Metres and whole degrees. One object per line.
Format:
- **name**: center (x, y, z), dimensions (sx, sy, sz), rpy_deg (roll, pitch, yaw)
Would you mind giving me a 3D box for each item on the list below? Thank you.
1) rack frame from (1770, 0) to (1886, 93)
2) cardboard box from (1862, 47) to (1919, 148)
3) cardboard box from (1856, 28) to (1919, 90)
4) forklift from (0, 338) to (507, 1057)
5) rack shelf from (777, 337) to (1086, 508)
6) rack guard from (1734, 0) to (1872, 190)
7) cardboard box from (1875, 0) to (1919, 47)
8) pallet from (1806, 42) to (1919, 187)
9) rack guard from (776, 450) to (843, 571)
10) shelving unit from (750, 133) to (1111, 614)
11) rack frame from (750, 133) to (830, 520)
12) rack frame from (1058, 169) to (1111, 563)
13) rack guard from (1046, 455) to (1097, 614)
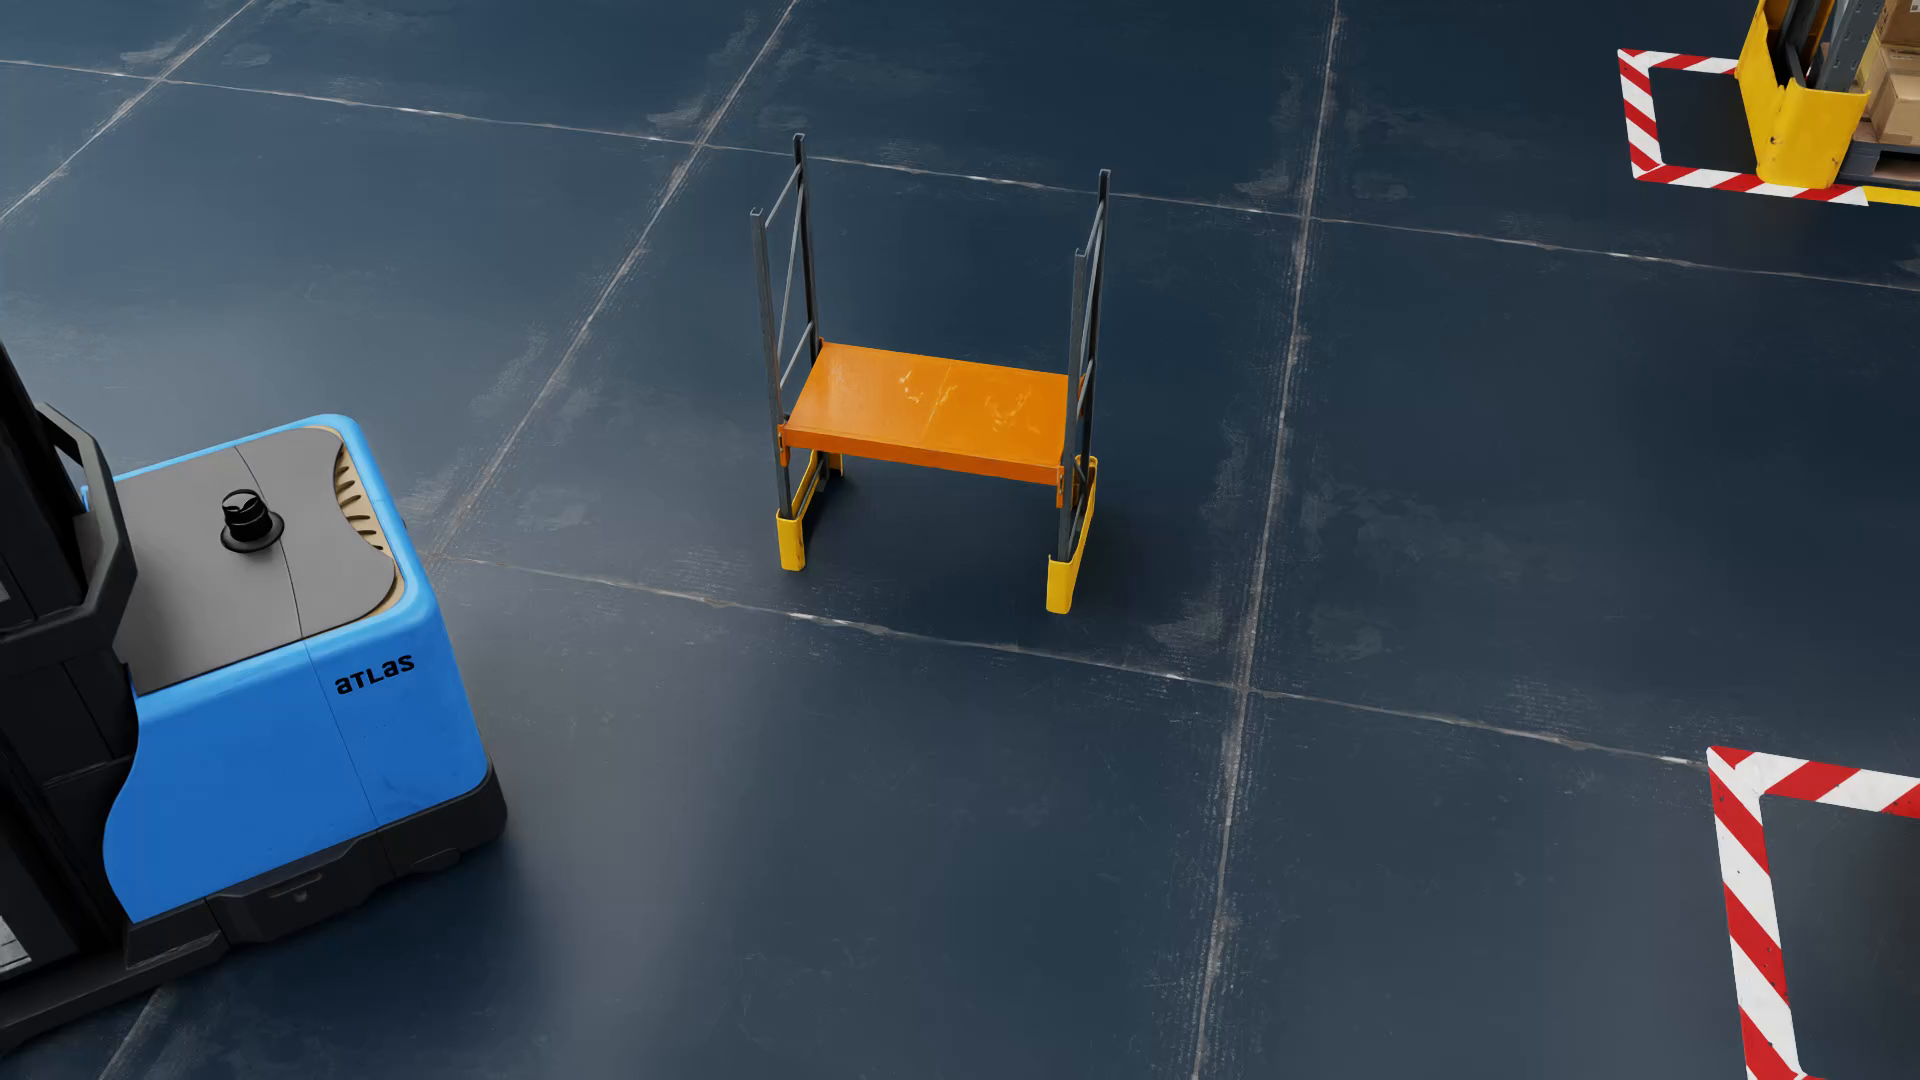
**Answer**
- **rack frame**: center (4.186, -3.175, 7.386), dimensions (0.127, 3.000, 1.000), rpy_deg (9, 45, 9)
- **cardboard box**: center (4.661, -2.104, 7.953), dimensions (0.500, 0.250, 0.500), rpy_deg (9, 45, 9)
- **cardboard box**: center (4.774, -2.455, 8.317), dimensions (0.500, 0.250, 0.500), rpy_deg (9, 45, 9)
- **forklift**: center (-2.969, 0.089, 4.044), dimensions (3.031, 2.935, 1.130), rpy_deg (-21, 48, -20)
- **rack shelf**: center (-0.083, -0.424, 5.868), dimensions (1.000, 0.185, 0.538), rpy_deg (9, 45, 9)
- **rack guard**: center (4.163, -2.278, 8.257), dimensions (0.348, 0.500, 1.175), rpy_deg (9, 45, 9)
- **cardboard box**: center (4.774, -2.726, 8.059), dimensions (0.500, 0.500, 0.500), rpy_deg (9, 45, 9)
- **pallet**: center (4.941, -2.083, 8.262), dimensions (1.213, 0.211, 1.003), rpy_deg (9, 45, 9)
- **rack guard**: center (-0.560, -0.177, 6.254), dimensions (0.087, 0.250, 0.587), rpy_deg (9, 45, 9)
- **shelving unit**: center (-0.074, -0.552, 5.742), dimensions (1.083, 1.500, 0.587), rpy_deg (9, 45, 9)
- **rack frame**: center (-0.579, -0.630, 5.823), dimensions (0.032, 1.500, 0.500), rpy_deg (9, 45, 9)
- **rack frame**: center (0.413, -0.476, 5.663), dimensions (0.032, 1.500, 0.500), rpy_deg (9, 45, 9)
- **rack guard**: center (0.412, -0.026, 6.097), dimensions (0.087, 0.250, 0.587), rpy_deg (9, 45, 9)
